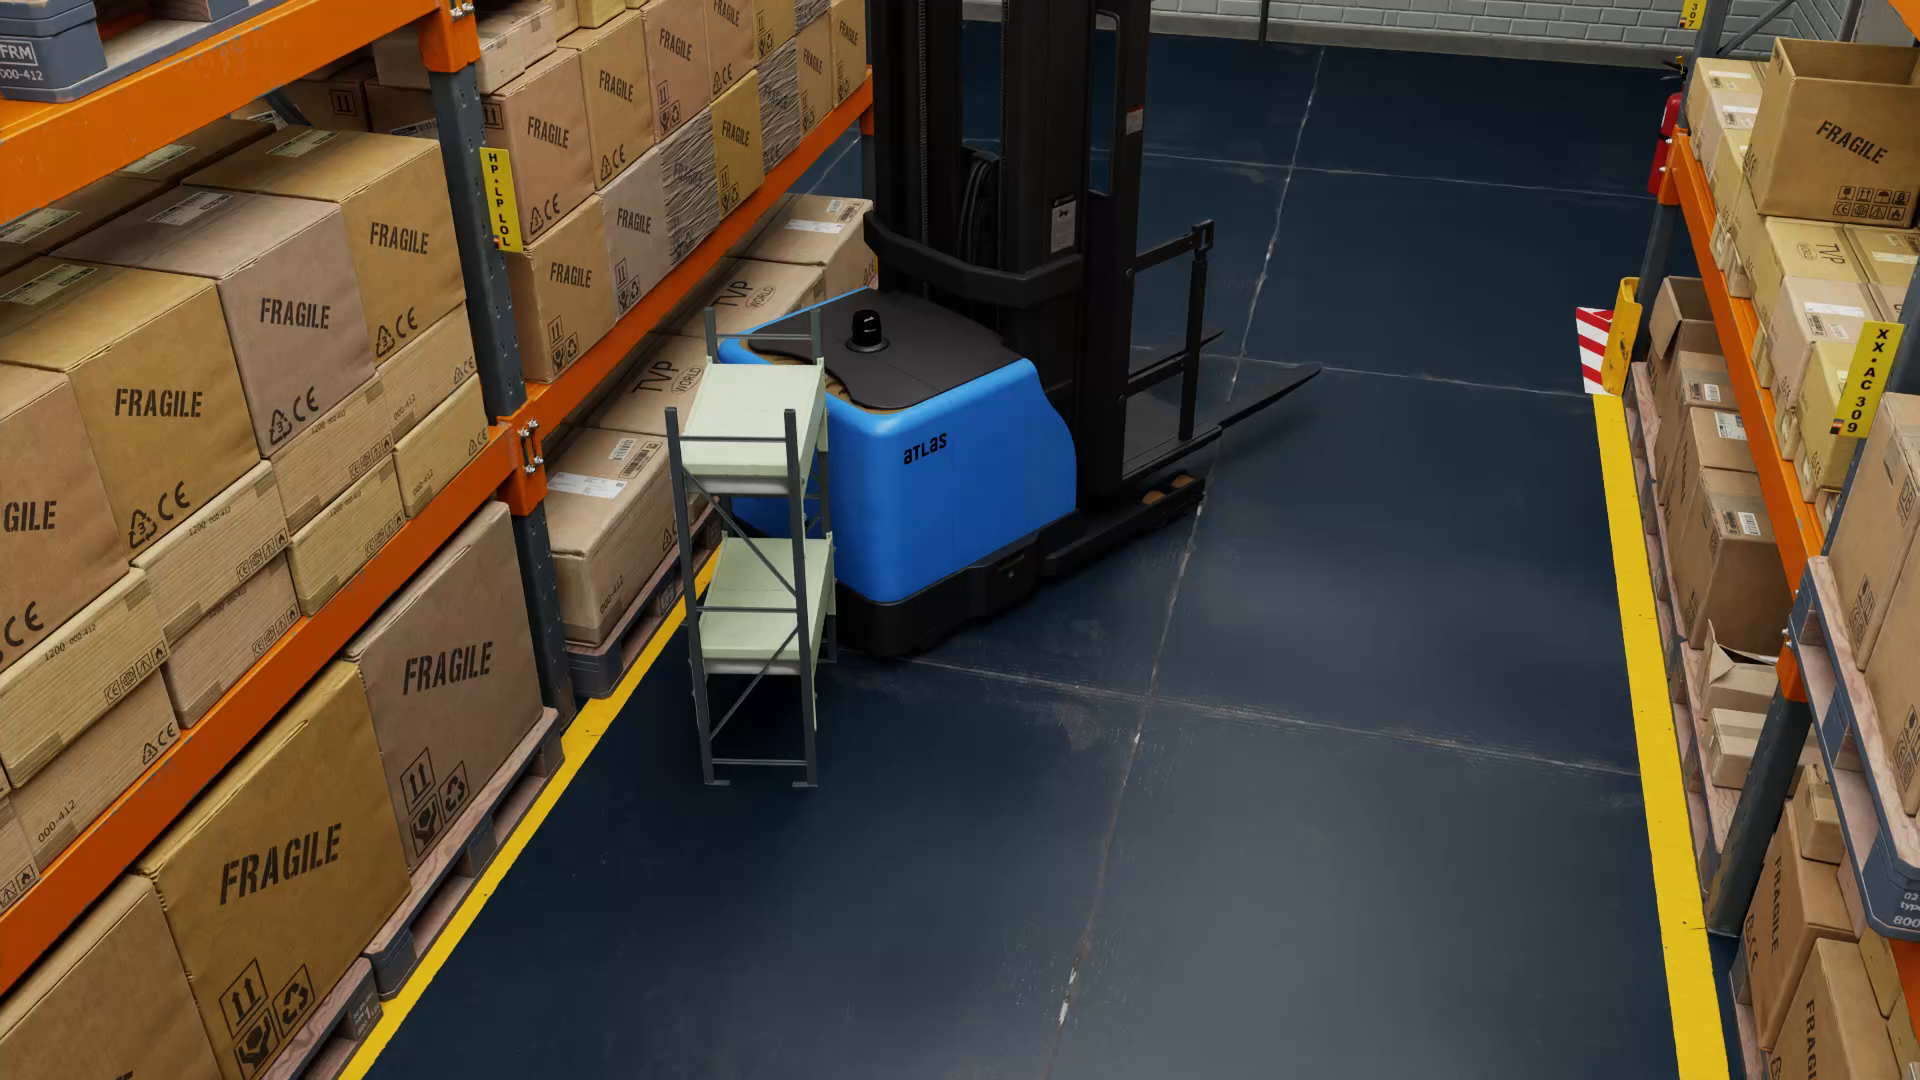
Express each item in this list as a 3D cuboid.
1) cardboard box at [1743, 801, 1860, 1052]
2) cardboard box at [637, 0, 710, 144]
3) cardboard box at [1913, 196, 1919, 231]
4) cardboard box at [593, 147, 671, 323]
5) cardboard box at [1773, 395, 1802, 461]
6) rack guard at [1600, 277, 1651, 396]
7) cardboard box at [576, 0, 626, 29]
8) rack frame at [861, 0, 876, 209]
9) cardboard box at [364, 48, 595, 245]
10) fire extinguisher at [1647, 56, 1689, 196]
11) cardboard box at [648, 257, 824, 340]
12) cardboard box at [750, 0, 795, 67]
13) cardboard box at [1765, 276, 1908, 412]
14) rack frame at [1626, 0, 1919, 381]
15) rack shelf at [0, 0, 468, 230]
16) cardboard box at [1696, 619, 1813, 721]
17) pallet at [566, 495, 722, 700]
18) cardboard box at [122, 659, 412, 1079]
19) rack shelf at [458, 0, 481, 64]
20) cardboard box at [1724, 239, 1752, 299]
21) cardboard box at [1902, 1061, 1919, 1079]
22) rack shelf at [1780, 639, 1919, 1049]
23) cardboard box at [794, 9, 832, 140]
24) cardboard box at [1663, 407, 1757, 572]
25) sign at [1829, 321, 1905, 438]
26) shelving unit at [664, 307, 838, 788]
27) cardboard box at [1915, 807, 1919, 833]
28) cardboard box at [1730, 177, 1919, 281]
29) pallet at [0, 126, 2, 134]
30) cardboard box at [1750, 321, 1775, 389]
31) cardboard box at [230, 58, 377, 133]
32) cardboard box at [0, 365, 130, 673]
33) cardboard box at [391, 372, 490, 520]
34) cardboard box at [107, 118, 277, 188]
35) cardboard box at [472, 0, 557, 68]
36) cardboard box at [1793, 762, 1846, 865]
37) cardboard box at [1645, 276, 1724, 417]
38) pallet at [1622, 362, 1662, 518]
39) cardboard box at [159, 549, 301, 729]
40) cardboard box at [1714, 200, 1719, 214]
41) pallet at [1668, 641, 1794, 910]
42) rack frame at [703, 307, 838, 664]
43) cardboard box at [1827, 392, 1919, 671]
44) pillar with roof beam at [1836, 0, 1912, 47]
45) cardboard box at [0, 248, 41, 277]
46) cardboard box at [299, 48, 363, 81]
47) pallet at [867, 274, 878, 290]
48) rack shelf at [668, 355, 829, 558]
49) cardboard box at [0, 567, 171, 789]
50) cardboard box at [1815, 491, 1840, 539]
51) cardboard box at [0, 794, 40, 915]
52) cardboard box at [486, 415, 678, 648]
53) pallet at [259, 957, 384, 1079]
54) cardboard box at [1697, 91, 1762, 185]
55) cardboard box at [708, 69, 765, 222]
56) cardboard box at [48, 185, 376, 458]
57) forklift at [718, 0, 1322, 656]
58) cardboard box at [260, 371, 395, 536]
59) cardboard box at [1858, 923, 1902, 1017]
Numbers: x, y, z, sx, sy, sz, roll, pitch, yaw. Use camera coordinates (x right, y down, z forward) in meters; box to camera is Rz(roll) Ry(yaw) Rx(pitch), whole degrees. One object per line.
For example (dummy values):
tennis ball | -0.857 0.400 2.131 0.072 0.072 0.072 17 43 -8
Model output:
cardboard box | 2.531 1.121 4.629 0.500 0.500 0.500 9 34 14
cardboard box | -1.301 -1.855 6.346 0.500 0.500 0.500 9 33 13
cardboard box | 3.631 -1.045 5.960 0.500 0.250 0.500 8 33 12
cardboard box | -1.427 -1.161 6.188 0.500 0.500 0.500 8 33 13
cardboard box | 2.795 -0.347 5.234 0.380 0.149 0.250 9 34 14
rack guard | 3.867 -0.958 8.291 1.175 0.500 0.348 8 33 12
cardboard box | -1.404 -1.911 5.831 0.380 0.149 0.250 8 33 12
rack frame | -0.916 -2.726 8.743 1.000 3.000 0.127 8 33 12
cardboard box | -1.576 -1.329 5.520 0.500 0.500 0.500 8 33 13
fire extinguisher | 3.477 -2.002 8.023 0.296 0.674 0.183 8 33 12
cardboard box | -1.211 -0.990 8.009 0.875 0.438 0.875 9 34 14
cardboard box | -1.041 -2.377 7.167 0.500 0.500 0.500 8 33 12
cardboard box | 2.877 -0.599 5.258 0.500 0.250 0.500 8 33 13
rack frame | 3.886 -2.053 7.683 1.000 3.000 0.127 8 33 12
rack shelf | -2.439 -0.575 3.233 1.077 0.370 4.000 8 33 12
cardboard box | 2.819 0.485 5.848 0.396 0.266 0.258 9 34 14
pallet | -1.662 0.142 6.830 1.003 0.211 1.213 8 33 12
cardboard box | -2.233 0.871 4.673 0.875 0.875 0.875 9 34 14
rack shelf | -1.423 -2.651 6.499 1.077 0.370 4.000 8 33 12
cardboard box | 3.115 -1.012 6.280 0.380 0.149 0.250 9 33 13
cardboard box | 2.317 1.335 3.689 0.380 0.149 0.250 8 33 12
rack shelf | 2.364 1.365 2.978 1.077 0.370 4.000 8 33 12
cardboard box | -0.924 -2.224 7.859 0.500 0.500 0.500 7 33 11
cardboard box | 3.154 -0.171 6.662 0.500 0.500 0.500 9 33 13
sign | 2.344 -0.412 4.295 0.100 0.325 0.005 8 33 12
shelving unit | -0.691 0.037 5.793 0.431 1.500 0.755 1 32 2
cardboard box | 2.147 0.571 3.289 0.396 0.266 0.258 10 34 15
cardboard box | 3.148 -1.123 6.083 0.500 0.250 0.500 7 33 11
pallet | -2.553 -0.683 2.909 1.003 0.211 1.213 10 34 15
cardboard box | 2.926 -0.616 5.657 0.380 0.149 0.250 8 33 12
cardboard box | -2.078 -1.397 5.627 0.500 0.500 0.500 8 33 12
cardboard box | -2.190 -0.048 3.505 0.500 0.500 0.500 9 33 13
cardboard box | -1.801 -0.320 5.098 0.500 0.250 0.500 7 33 11
cardboard box | -2.321 -0.926 4.885 0.500 0.500 0.500 8 33 13
cardboard box | -1.550 -1.652 5.423 0.380 0.149 0.250 9 33 13
cardboard box | 2.523 0.777 4.566 0.380 0.149 0.250 10 34 15
cardboard box | 3.639 -0.872 7.761 0.797 0.503 0.637 7 33 10
pallet | 3.666 -0.422 7.718 1.003 0.211 1.213 8 33 12
cardboard box | -2.078 0.203 4.275 0.500 0.250 0.500 7 33 11
cardboard box | 3.361 -1.411 6.908 0.380 0.149 0.250 9 34 14
pallet | 3.046 0.844 5.726 1.003 0.211 1.213 8 33 12
rack frame | -0.679 -0.159 6.102 0.400 1.500 0.023 1 32 2
cardboard box | 2.532 0.024 3.931 0.700 0.500 0.500 9 34 14
pillar with roof beam | 1.278 -6.447 9.003 9.100 9.000 0.400 8 33 12
cardboard box | -2.553 -0.398 4.055 0.500 0.500 0.500 7 33 11
cardboard box | -2.161 -1.592 5.328 0.380 0.149 0.250 7 33 11
pallet | -1.043 -1.124 8.822 1.003 0.211 1.213 8 33 12
rack shelf | -0.691 -0.292 5.584 0.431 0.370 0.720 1 32 2
cardboard box | -2.166 0.261 3.717 0.500 0.250 0.500 9 33 13
cardboard box | 2.708 -0.071 4.800 0.380 0.149 0.250 8 33 13
cardboard box | -2.327 0.728 3.448 0.500 0.250 0.500 9 34 14
cardboard box | -1.668 -0.058 6.542 0.875 0.438 0.875 8 33 12
pallet | -2.361 1.572 4.581 1.003 0.211 1.213 8 33 12
cardboard box | 3.383 -1.654 6.919 0.500 0.250 0.500 8 33 13
cardboard box | -1.164 -1.686 7.013 0.500 0.500 0.500 9 34 14
cardboard box | -1.926 -0.579 4.340 0.500 0.500 0.500 9 33 13
forklift | 0.454 -1.468 6.827 3.031 2.935 1.130 -27 41 -36
cardboard box | -1.927 -0.276 4.562 0.500 0.250 0.500 9 33 14
cardboard box | 2.473 1.066 4.111 0.380 0.149 0.250 6 33 10
